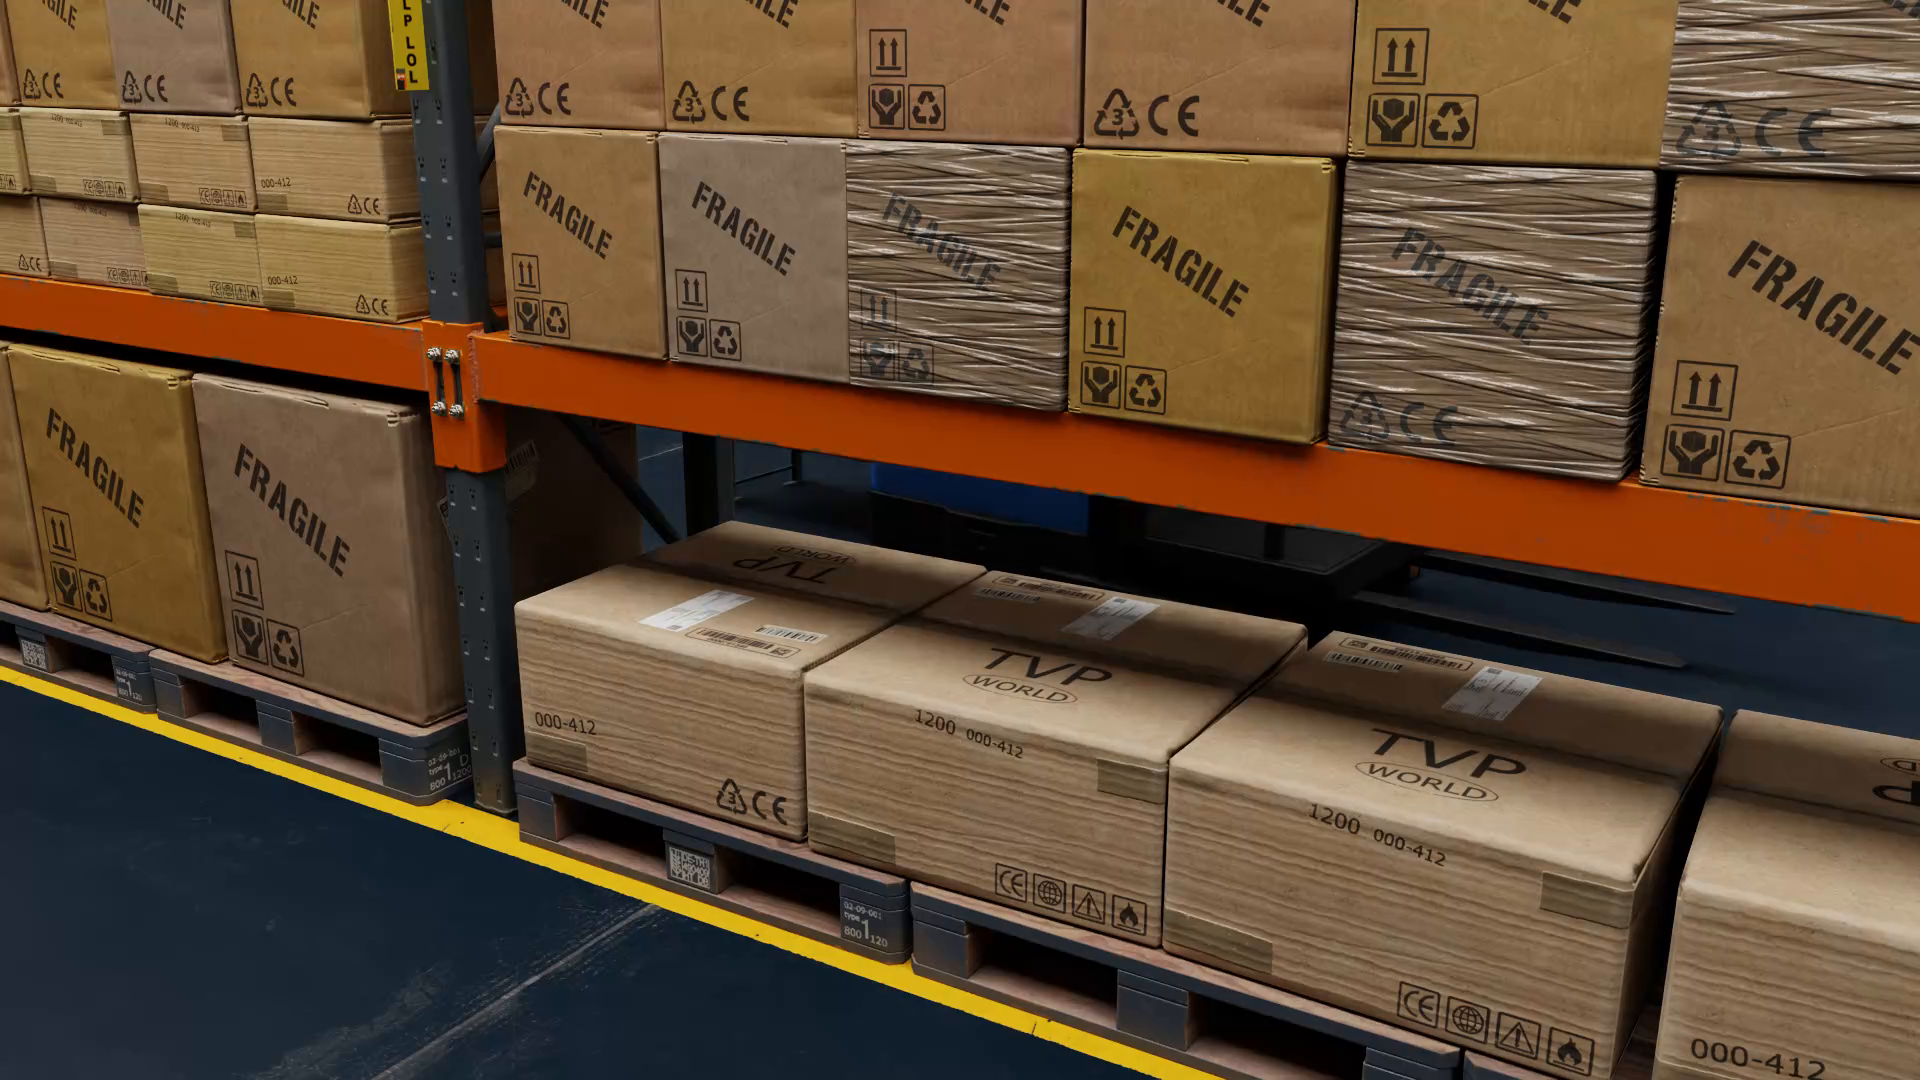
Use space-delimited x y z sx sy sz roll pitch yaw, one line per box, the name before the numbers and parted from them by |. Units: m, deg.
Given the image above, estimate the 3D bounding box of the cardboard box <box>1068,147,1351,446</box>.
cardboard box | 0.551 -0.504 3.207 0.500 0.500 0.500 11 20 32

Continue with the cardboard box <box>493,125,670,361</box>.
cardboard box | -0.735 -0.737 3.975 0.500 0.500 0.500 11 20 32

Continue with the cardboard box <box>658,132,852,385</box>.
cardboard box | -0.309 -0.660 3.720 0.500 0.500 0.500 10 20 30

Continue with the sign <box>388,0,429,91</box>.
sign | -1.274 -1.206 3.834 0.005 0.325 0.100 10 20 30

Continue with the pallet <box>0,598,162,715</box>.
pallet | -2.739 0.225 5.778 1.213 0.211 1.003 10 20 30

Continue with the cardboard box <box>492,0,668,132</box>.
cardboard box | -0.719 -1.219 3.842 0.500 0.500 0.500 10 20 30

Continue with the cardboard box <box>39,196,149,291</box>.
cardboard box | -2.366 -0.919 5.003 0.500 0.250 0.500 10 19 29

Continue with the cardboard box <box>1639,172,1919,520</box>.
cardboard box | 1.441 -0.353 2.710 0.500 0.500 0.500 10 19 29

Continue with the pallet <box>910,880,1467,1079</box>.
pallet | 0.653 0.829 3.789 1.213 0.211 1.003 10 20 30

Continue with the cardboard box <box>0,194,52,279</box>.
cardboard box | -2.808 -0.996 5.258 0.500 0.250 0.500 10 20 30

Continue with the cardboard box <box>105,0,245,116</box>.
cardboard box | -1.955 -1.434 4.550 0.500 0.500 0.500 11 20 31

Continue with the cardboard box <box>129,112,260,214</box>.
cardboard box | -1.931 -1.074 4.654 0.500 0.250 0.500 11 20 31

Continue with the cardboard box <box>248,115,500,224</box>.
cardboard box | -1.501 -1.000 4.410 0.500 0.250 0.500 10 20 30

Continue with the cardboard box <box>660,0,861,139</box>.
cardboard box | -0.292 -1.141 3.584 0.500 0.500 0.500 10 19 29

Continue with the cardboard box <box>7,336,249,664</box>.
cardboard box | -2.342 -0.220 5.377 0.875 0.875 0.875 11 20 32

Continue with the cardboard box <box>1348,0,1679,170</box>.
cardboard box | 0.995 -0.906 2.810 0.500 0.500 0.500 10 20 30

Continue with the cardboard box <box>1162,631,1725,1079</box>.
cardboard box | 1.011 0.595 3.447 0.875 0.438 0.875 11 20 32

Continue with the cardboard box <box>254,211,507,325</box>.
cardboard box | -1.512 -0.760 4.479 0.500 0.250 0.500 10 19 29

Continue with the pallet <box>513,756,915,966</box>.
pallet | -0.391 0.644 4.399 1.213 0.211 1.003 10 20 30

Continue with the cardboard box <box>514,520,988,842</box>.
cardboard box | -0.519 0.322 4.347 0.875 0.438 0.875 10 19 29

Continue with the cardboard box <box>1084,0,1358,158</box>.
cardboard box | 0.567 -0.983 3.064 0.500 0.500 0.500 10 20 30

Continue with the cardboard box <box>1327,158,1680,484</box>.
cardboard box | 0.998 -0.429 2.959 0.500 0.500 0.500 11 20 32

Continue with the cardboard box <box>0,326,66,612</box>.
cardboard box | -3.104 -0.356 5.825 0.875 0.875 0.875 10 20 31

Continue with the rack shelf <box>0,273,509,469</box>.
rack shelf | -2.702 -0.786 5.544 4.000 0.370 1.077 10 20 30

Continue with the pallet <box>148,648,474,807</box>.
pallet | -1.695 0.410 5.168 1.213 0.211 1.003 10 20 30

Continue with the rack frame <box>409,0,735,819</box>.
rack frame | -0.998 -0.826 4.438 0.127 3.000 1.000 10 20 30

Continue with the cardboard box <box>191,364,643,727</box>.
cardboard box | -1.568 -0.084 4.931 0.875 0.875 0.875 11 20 32

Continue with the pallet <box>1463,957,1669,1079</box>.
pallet | 1.688 1.015 3.177 1.213 0.211 1.003 10 20 30

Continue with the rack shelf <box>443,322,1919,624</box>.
rack shelf | 0.706 -0.177 3.541 4.000 0.370 1.077 10 20 30

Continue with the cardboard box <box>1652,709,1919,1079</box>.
cardboard box | 1.796 0.732 2.995 0.875 0.438 0.875 9 19 28

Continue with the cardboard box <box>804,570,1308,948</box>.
cardboard box | 0.244 0.458 3.900 0.875 0.438 0.875 9 19 28

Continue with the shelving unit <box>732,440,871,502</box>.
shelving unit | -0.497 -0.669 7.150 1.048 1.125 0.538 13 21 36

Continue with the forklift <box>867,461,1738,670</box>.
forklift | 1.117 -1.158 5.652 3.031 2.935 1.130 13 21 36

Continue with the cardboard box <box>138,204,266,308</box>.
cardboard box | -1.946 -0.837 4.735 0.500 0.250 0.500 10 19 29

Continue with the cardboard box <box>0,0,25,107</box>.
cardboard box | -2.826 -1.591 5.067 0.500 0.500 0.500 10 20 31

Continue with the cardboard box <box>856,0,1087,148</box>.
cardboard box | 0.139 -1.060 3.318 0.500 0.500 0.500 11 20 31

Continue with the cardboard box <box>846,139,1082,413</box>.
cardboard box | 0.112 -0.582 3.465 0.500 0.500 0.500 10 20 30

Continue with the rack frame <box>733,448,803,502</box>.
rack frame | -0.901 -0.759 7.445 0.032 1.125 0.500 13 21 36

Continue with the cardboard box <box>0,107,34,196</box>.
cardboard box | -2.821 -1.225 5.151 0.500 0.250 0.500 11 20 31

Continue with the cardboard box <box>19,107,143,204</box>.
cardboard box | -2.375 -1.151 4.908 0.500 0.250 0.500 11 20 31

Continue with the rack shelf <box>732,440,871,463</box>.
rack shelf | -0.497 -0.435 7.221 1.000 0.278 0.538 13 21 36

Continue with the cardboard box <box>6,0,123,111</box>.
cardboard box | -2.377 -1.516 4.820 0.500 0.500 0.500 11 20 32

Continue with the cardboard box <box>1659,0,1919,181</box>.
cardboard box | 1.414 -0.830 2.560 0.500 0.500 0.500 10 20 30

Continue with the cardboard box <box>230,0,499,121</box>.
cardboard box | -1.510 -1.358 4.297 0.500 0.500 0.500 11 20 32
